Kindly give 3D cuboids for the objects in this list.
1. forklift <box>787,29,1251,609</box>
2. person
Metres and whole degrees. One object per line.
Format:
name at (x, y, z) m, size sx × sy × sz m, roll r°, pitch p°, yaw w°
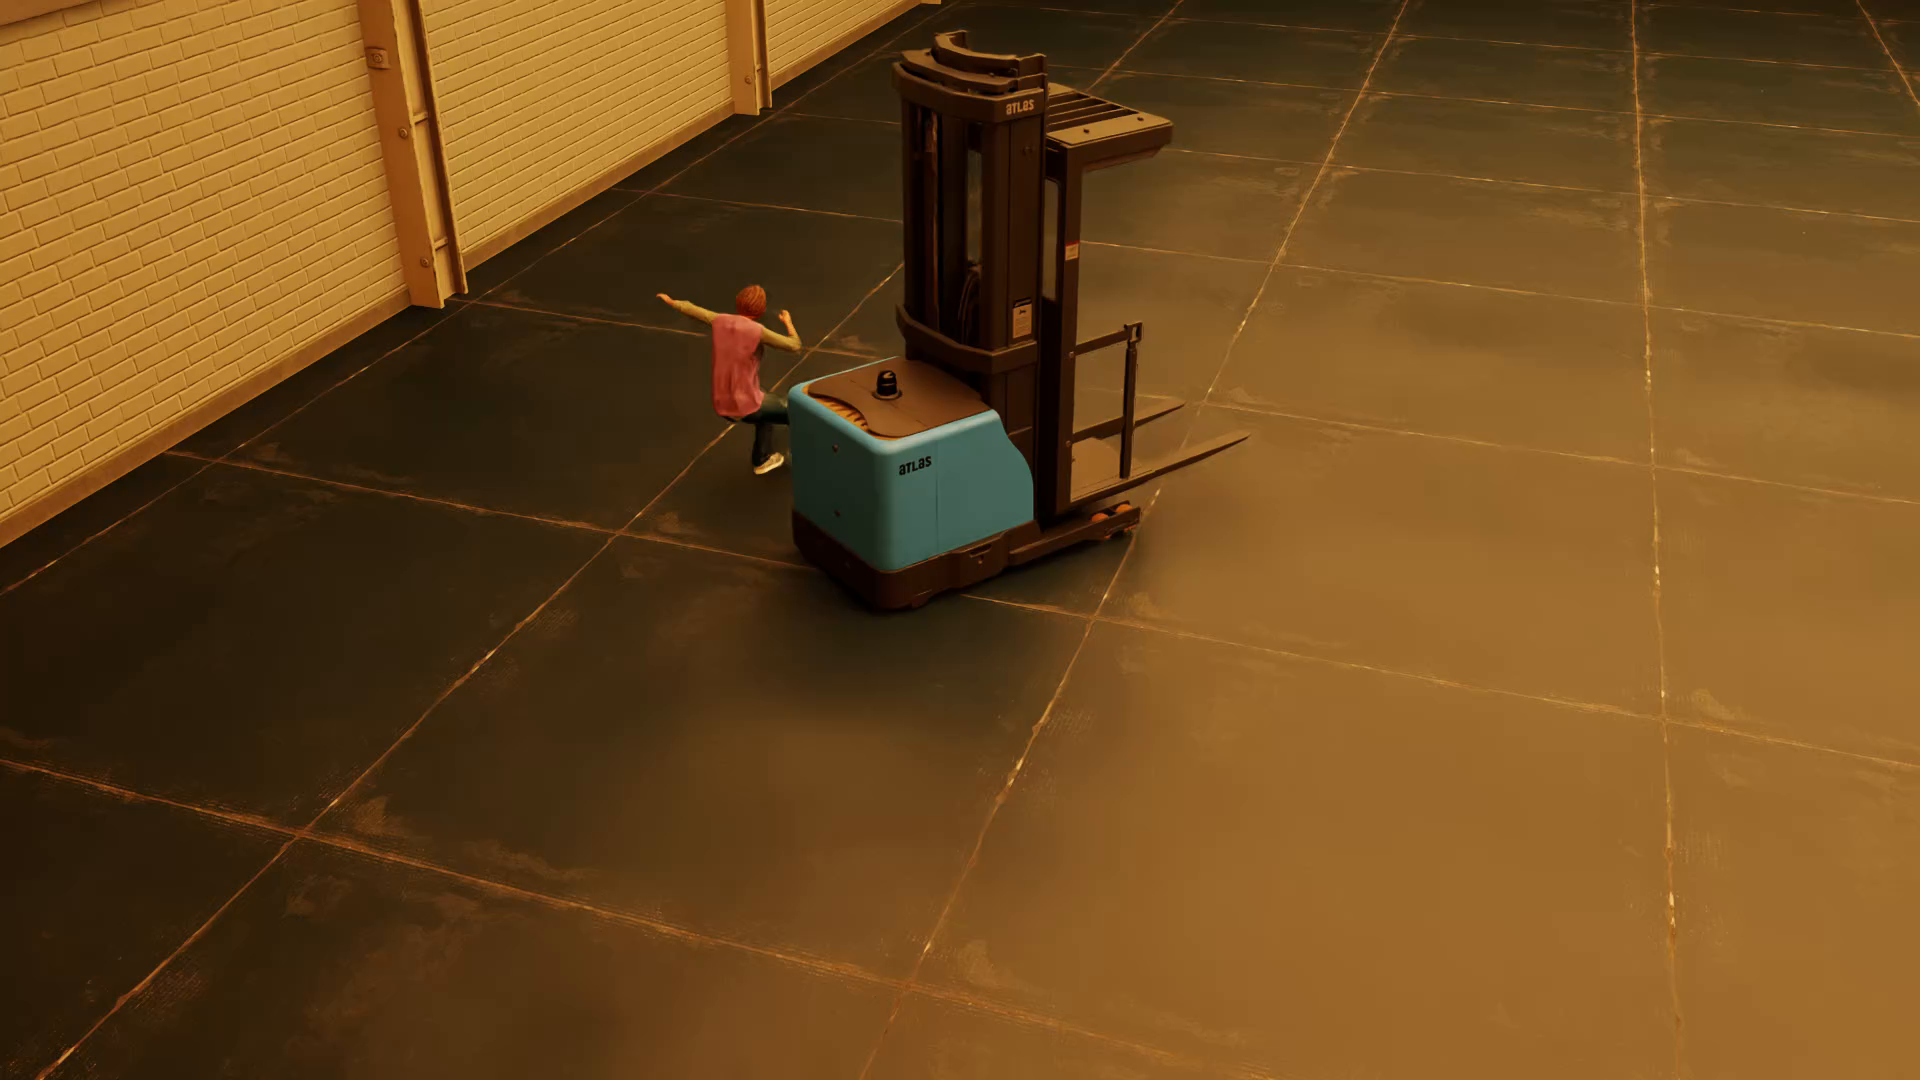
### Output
forklift at (0.487, -1.458, 9.694) m, size 3.031 × 2.935 × 1.130 m, roll -20°, pitch 35°, yaw -31°
person at (-1.355, -1.001, 10.557) m, size 1.340 × 1.310 × 0.715 m, roll 16°, pitch 33°, yaw 26°
